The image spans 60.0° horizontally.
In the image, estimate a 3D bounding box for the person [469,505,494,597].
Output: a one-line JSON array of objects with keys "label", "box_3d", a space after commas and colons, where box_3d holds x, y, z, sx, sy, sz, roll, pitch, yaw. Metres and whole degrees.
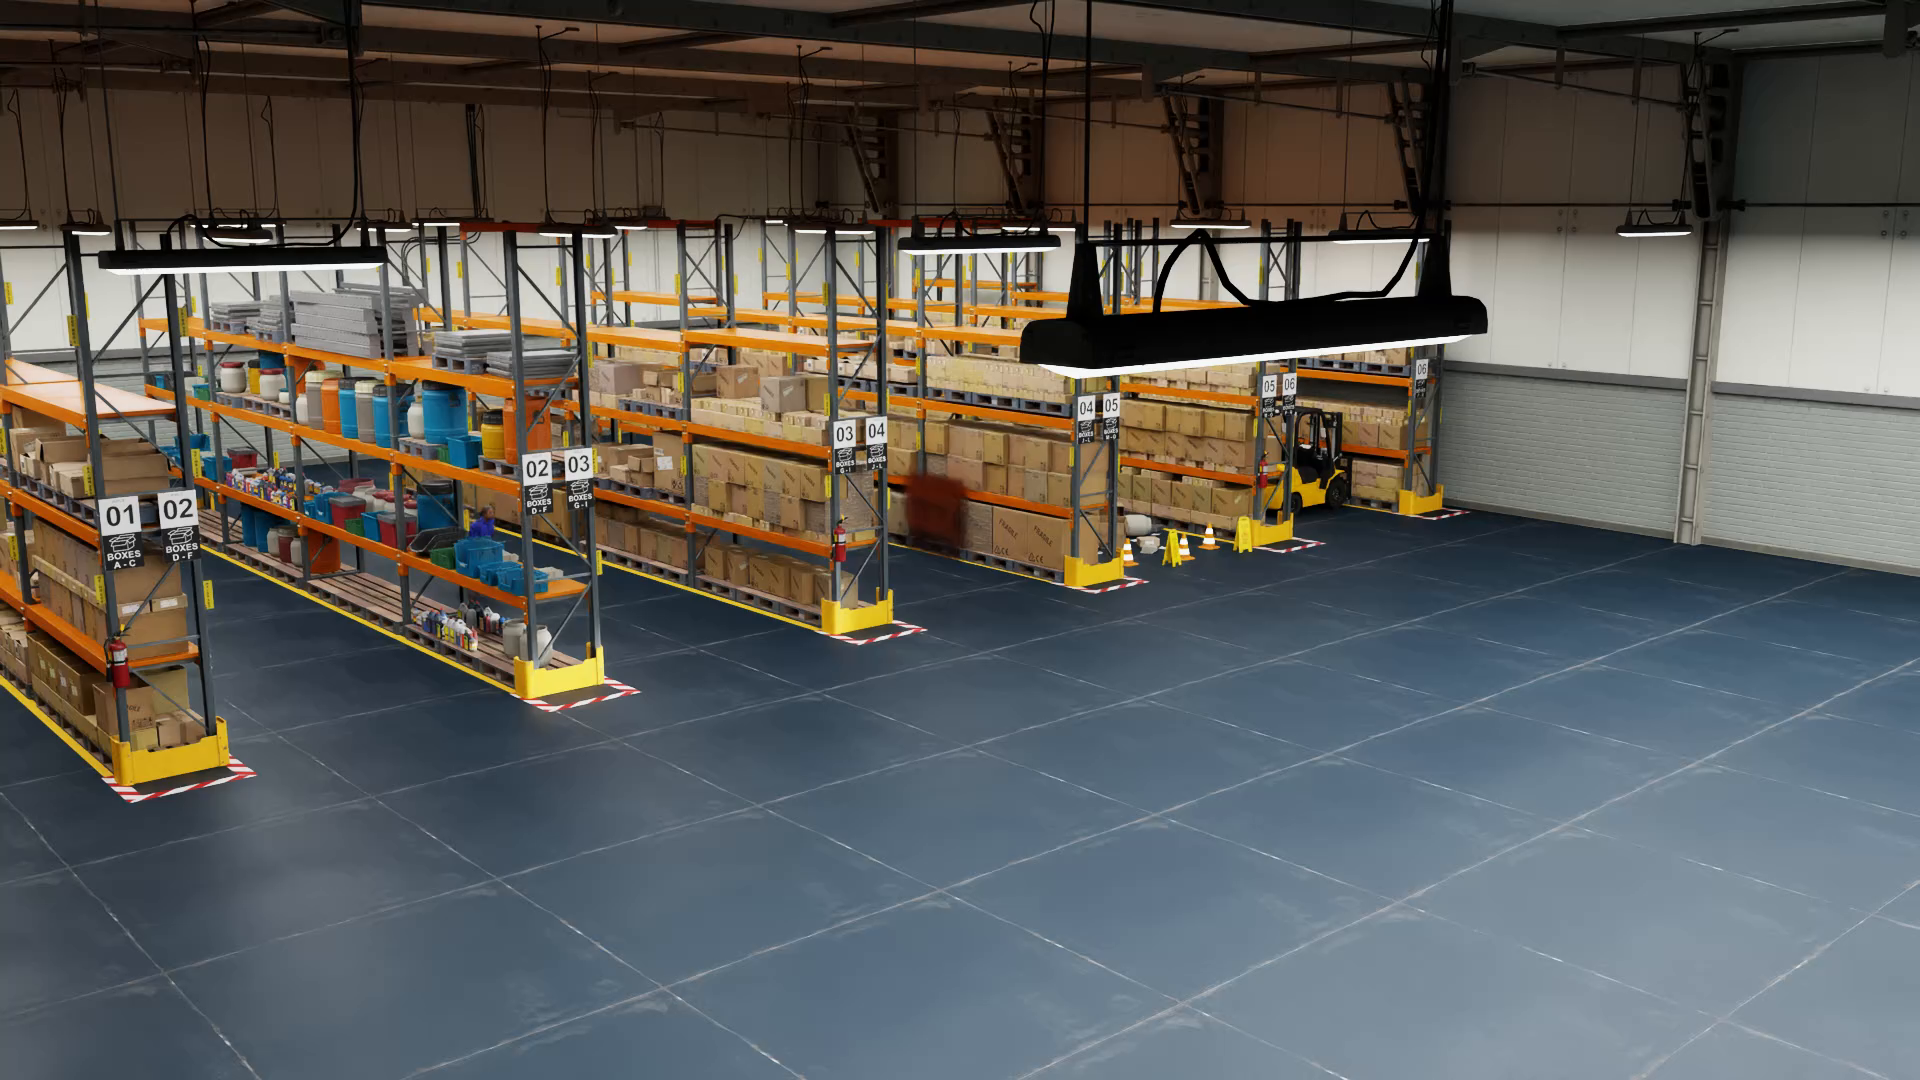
[{"label": "person", "box_3d": [-7.794, 0.175, 27.095, 0.543, 1.561, 0.600, -10, 15, -41]}]

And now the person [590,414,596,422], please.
[{"label": "person", "box_3d": [-9.212, -2.800, 41.496, 0.497, 1.637, 0.725, 3, 12, 16]}]
